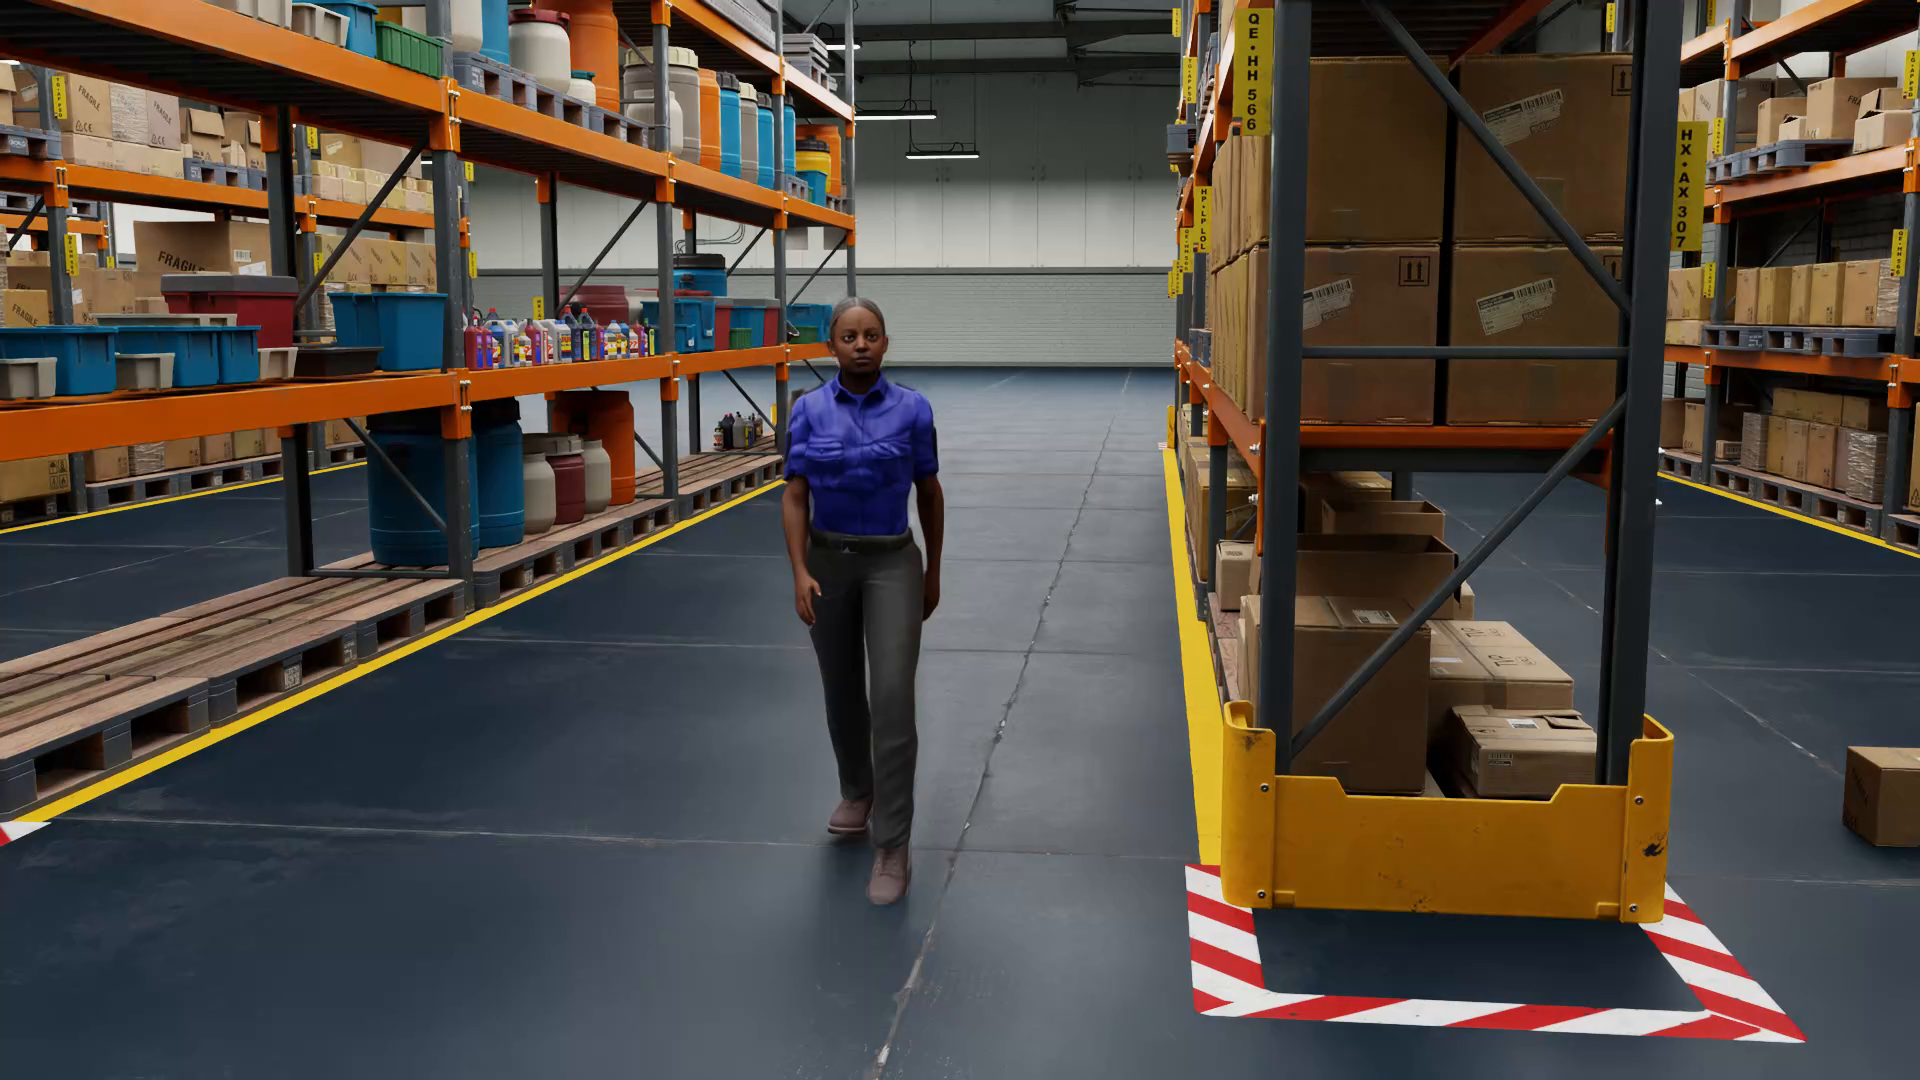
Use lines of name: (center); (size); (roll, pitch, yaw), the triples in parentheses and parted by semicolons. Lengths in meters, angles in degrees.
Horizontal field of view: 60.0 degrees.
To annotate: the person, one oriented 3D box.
person: (-0.286, 0.150, 4.835); (0.449, 1.700, 0.730); (1, 8, 6)
